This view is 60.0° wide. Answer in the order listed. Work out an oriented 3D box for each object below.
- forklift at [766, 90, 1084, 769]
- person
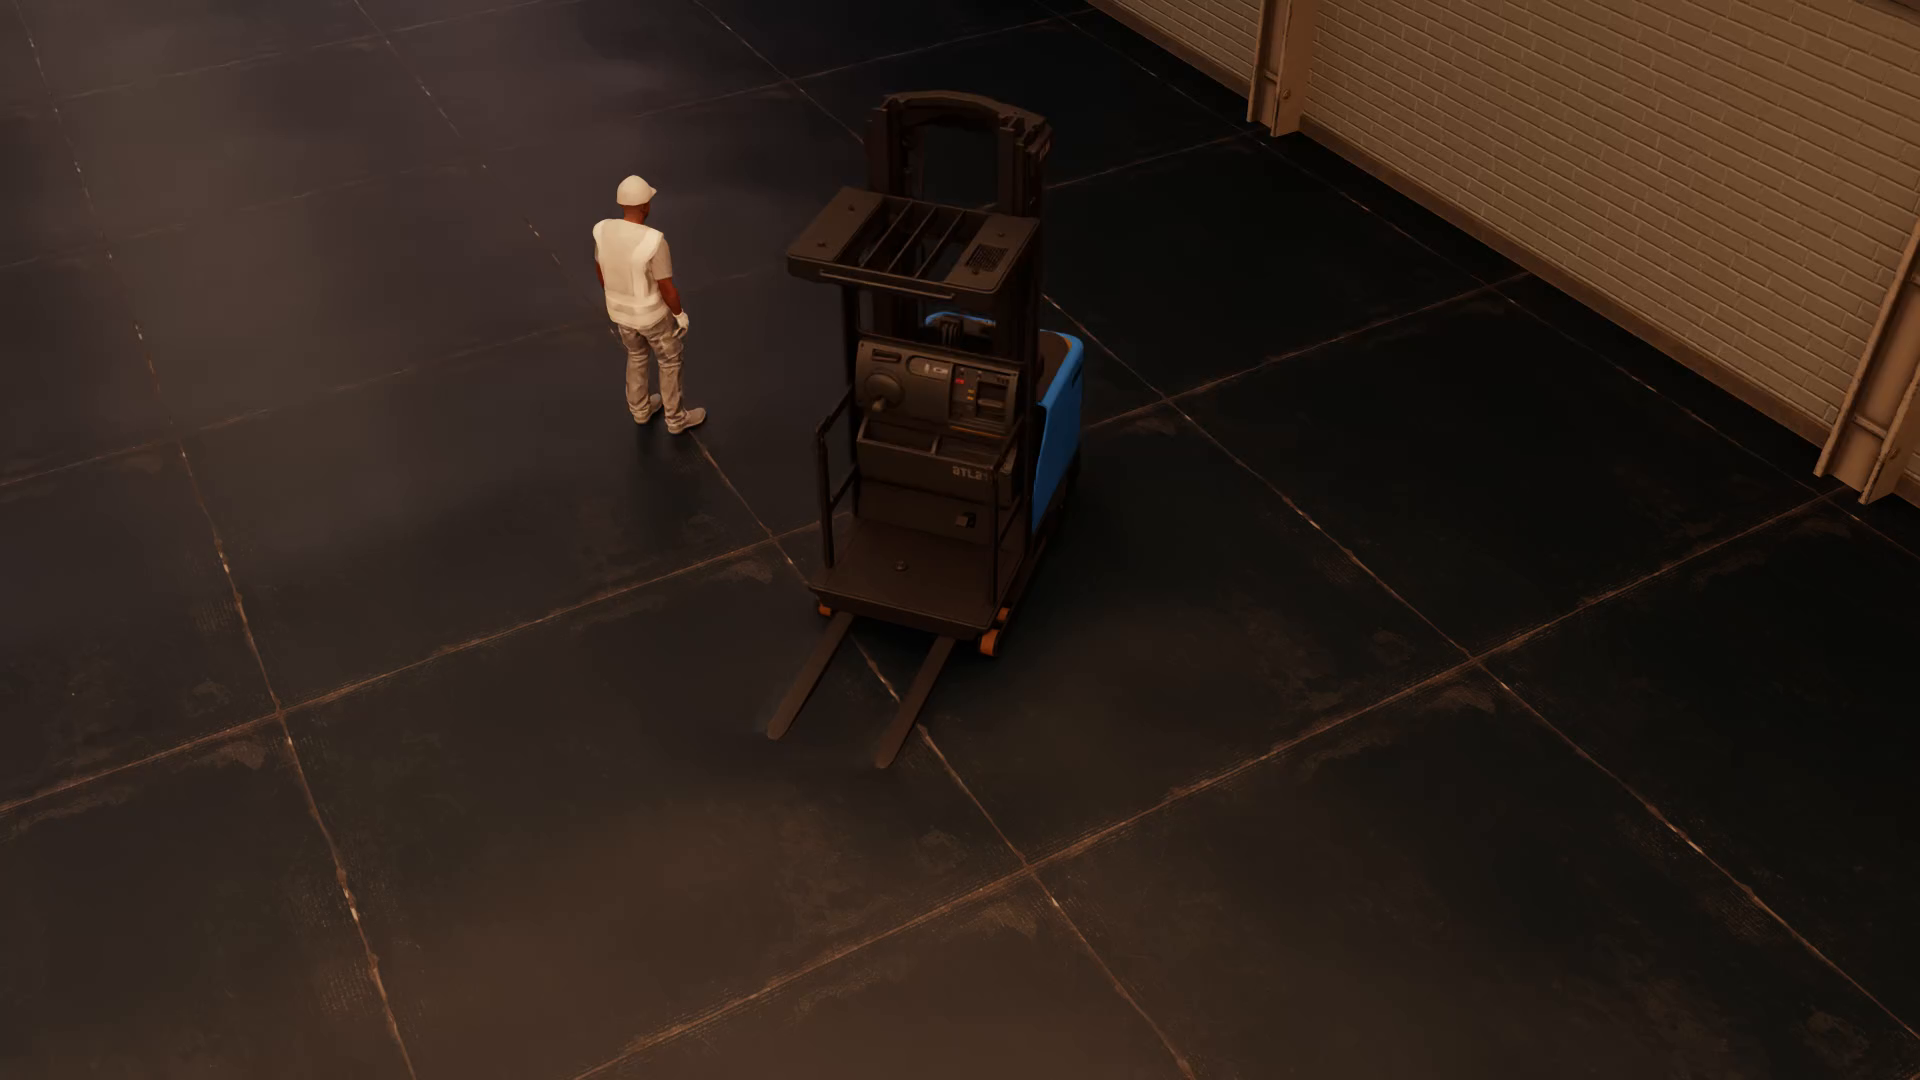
[{"bbox_3d":[-0.199,-0.759,8.952,1.130,2.935,3.031,13,41,15],"label":"forklift"},{"bbox_3d":[-2.034,-1.506,10.762,0.623,1.772,0.451,20,44,22],"label":"person"}]
